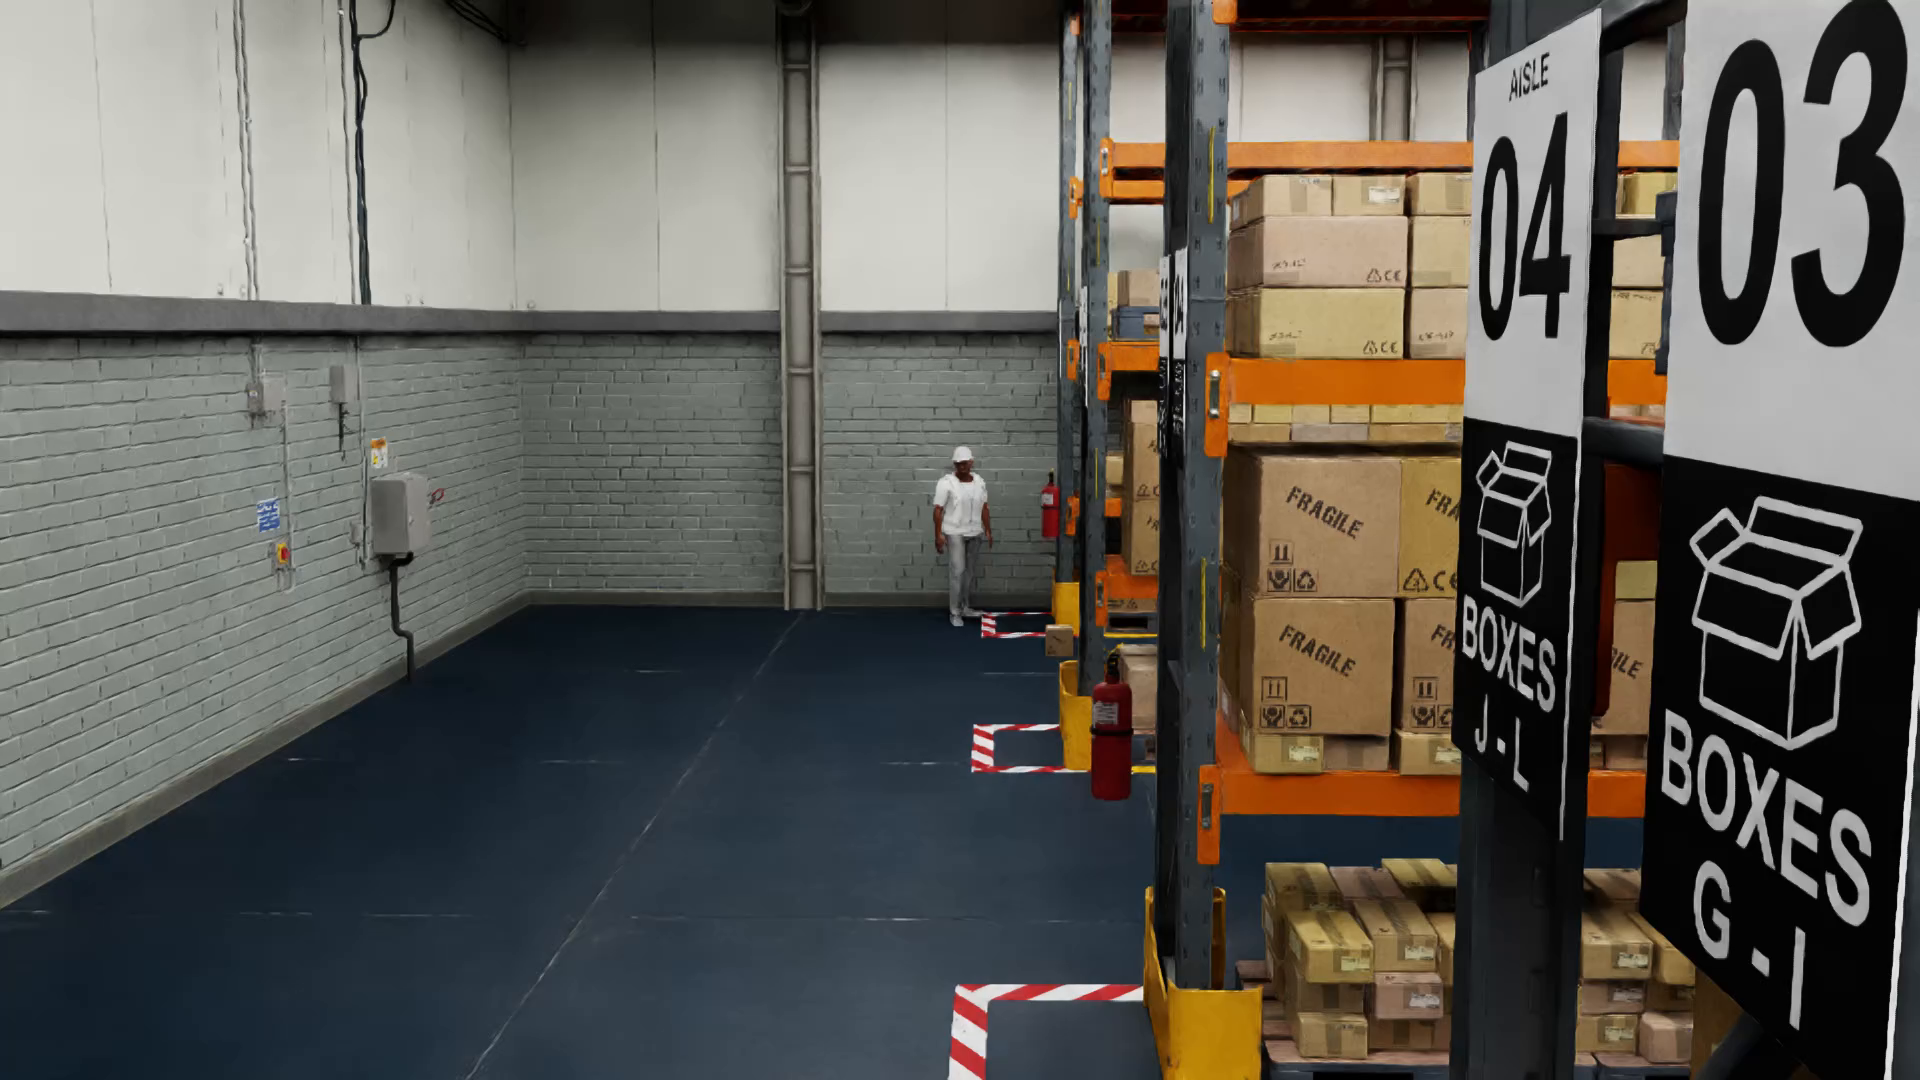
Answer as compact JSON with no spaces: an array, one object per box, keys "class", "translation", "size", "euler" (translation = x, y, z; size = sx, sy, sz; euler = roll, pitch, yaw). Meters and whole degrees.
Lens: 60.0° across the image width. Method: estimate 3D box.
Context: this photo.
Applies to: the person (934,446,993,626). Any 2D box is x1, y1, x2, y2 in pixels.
[{"class":"person","translation":[0.026,-0.034,16.619],"size":[0.604,1.824,0.457],"euler":[-5,9,-37]}]
